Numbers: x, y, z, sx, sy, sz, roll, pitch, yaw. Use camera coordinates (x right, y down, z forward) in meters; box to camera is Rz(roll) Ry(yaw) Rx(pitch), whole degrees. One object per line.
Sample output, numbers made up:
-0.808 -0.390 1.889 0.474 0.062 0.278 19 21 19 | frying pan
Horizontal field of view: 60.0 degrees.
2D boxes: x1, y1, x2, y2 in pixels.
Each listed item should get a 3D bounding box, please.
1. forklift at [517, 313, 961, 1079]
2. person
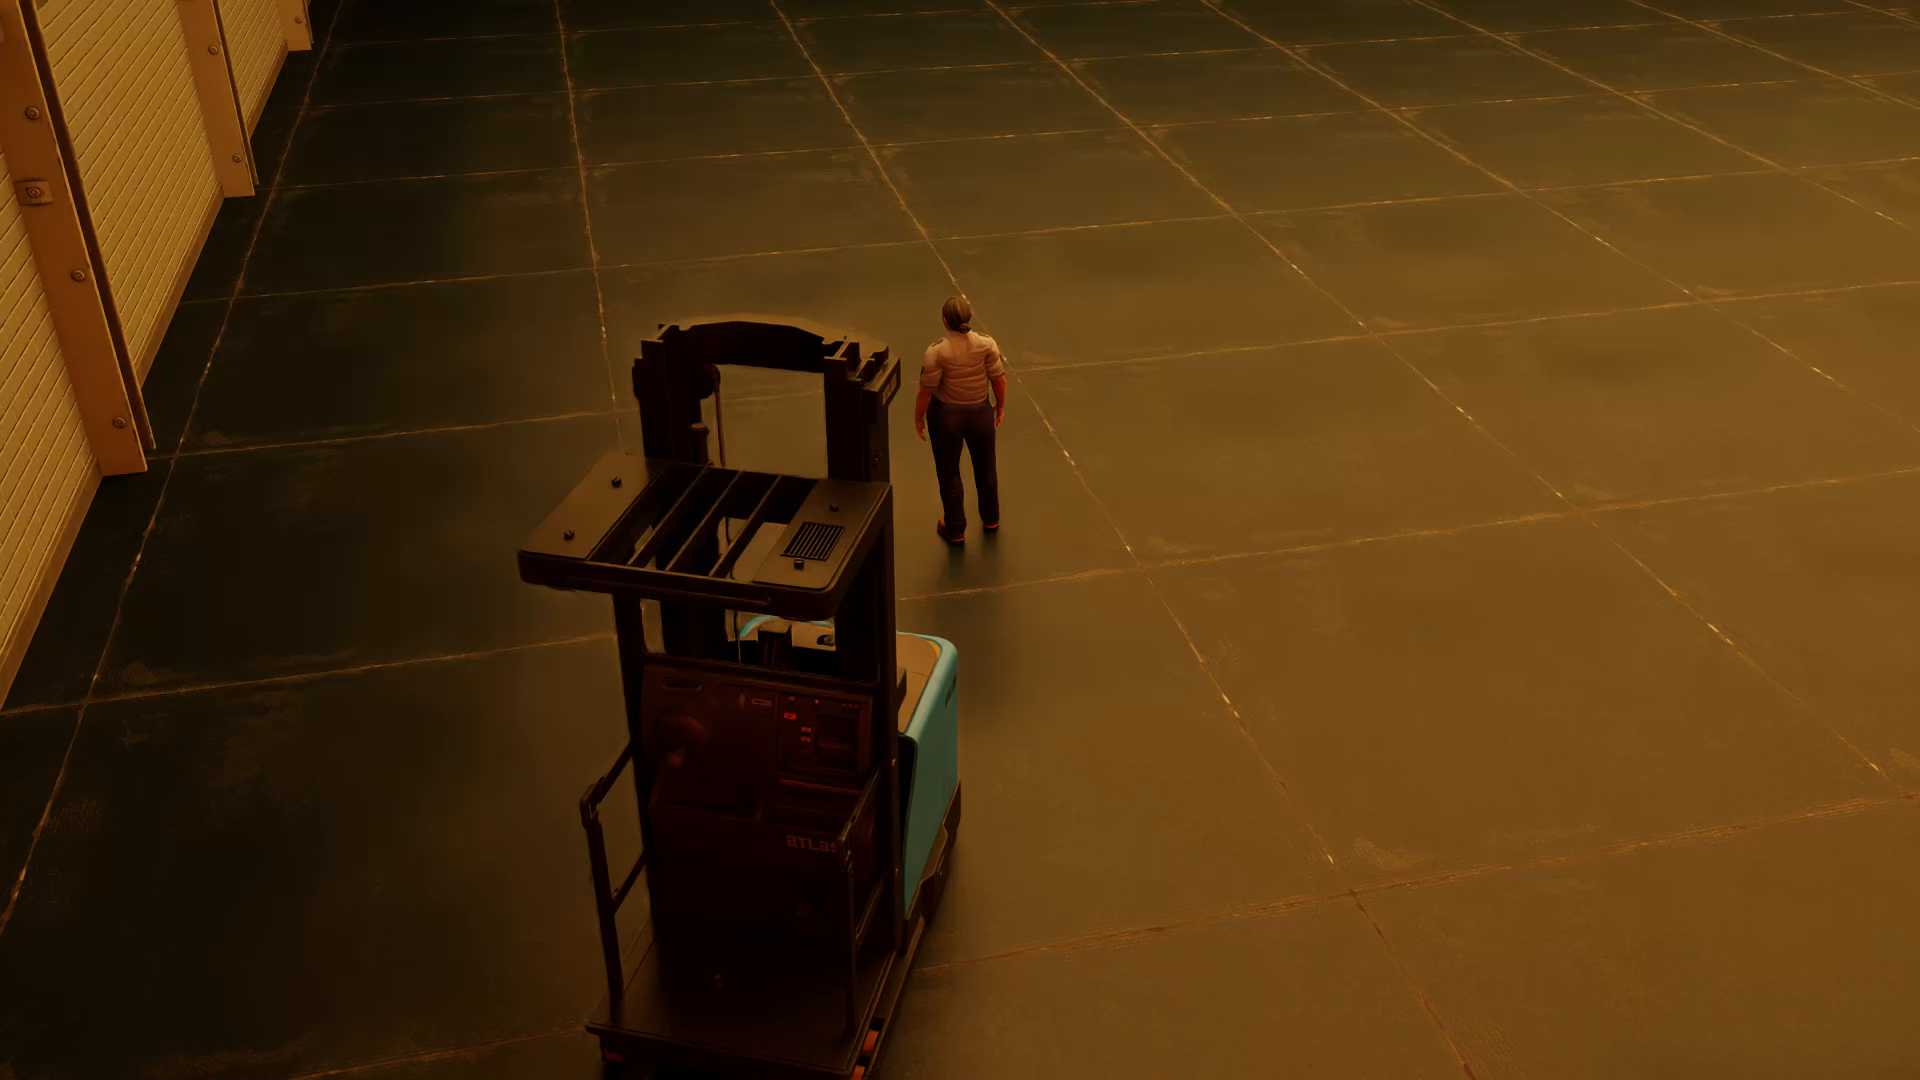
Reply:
-0.836 0.772 6.242 1.130 2.935 3.031 7 31 12 | forklift
0.001 -0.766 10.163 0.598 1.651 0.503 -7 31 -12 | person
